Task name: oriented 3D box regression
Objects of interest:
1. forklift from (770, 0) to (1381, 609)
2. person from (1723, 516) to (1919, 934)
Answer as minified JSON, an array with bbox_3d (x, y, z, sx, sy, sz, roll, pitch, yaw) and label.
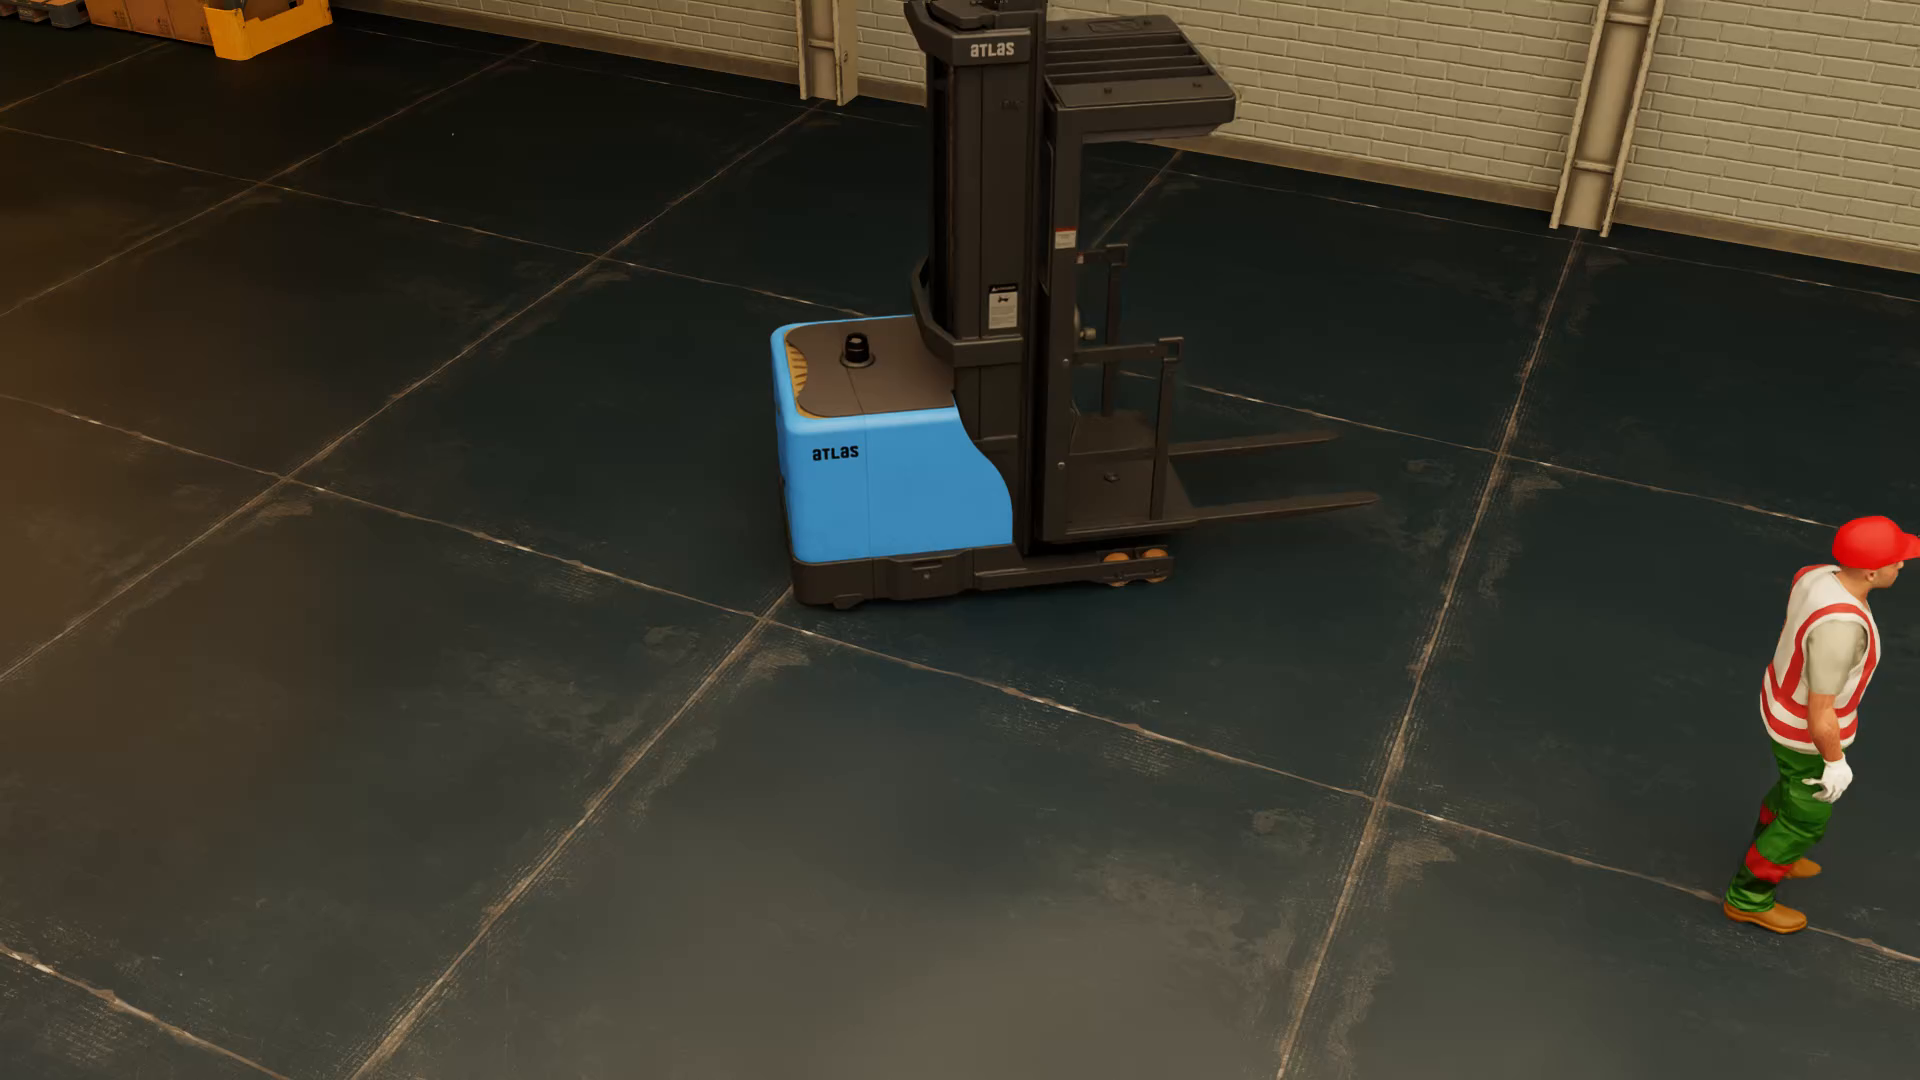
[{"bbox_3d":[0.611,-1.261,7.855,3.031,2.935,1.130,-6,36,-8],"label":"forklift"},{"bbox_3d":[3.197,0.696,6.124,0.501,1.811,0.631,9,37,13],"label":"person"}]
